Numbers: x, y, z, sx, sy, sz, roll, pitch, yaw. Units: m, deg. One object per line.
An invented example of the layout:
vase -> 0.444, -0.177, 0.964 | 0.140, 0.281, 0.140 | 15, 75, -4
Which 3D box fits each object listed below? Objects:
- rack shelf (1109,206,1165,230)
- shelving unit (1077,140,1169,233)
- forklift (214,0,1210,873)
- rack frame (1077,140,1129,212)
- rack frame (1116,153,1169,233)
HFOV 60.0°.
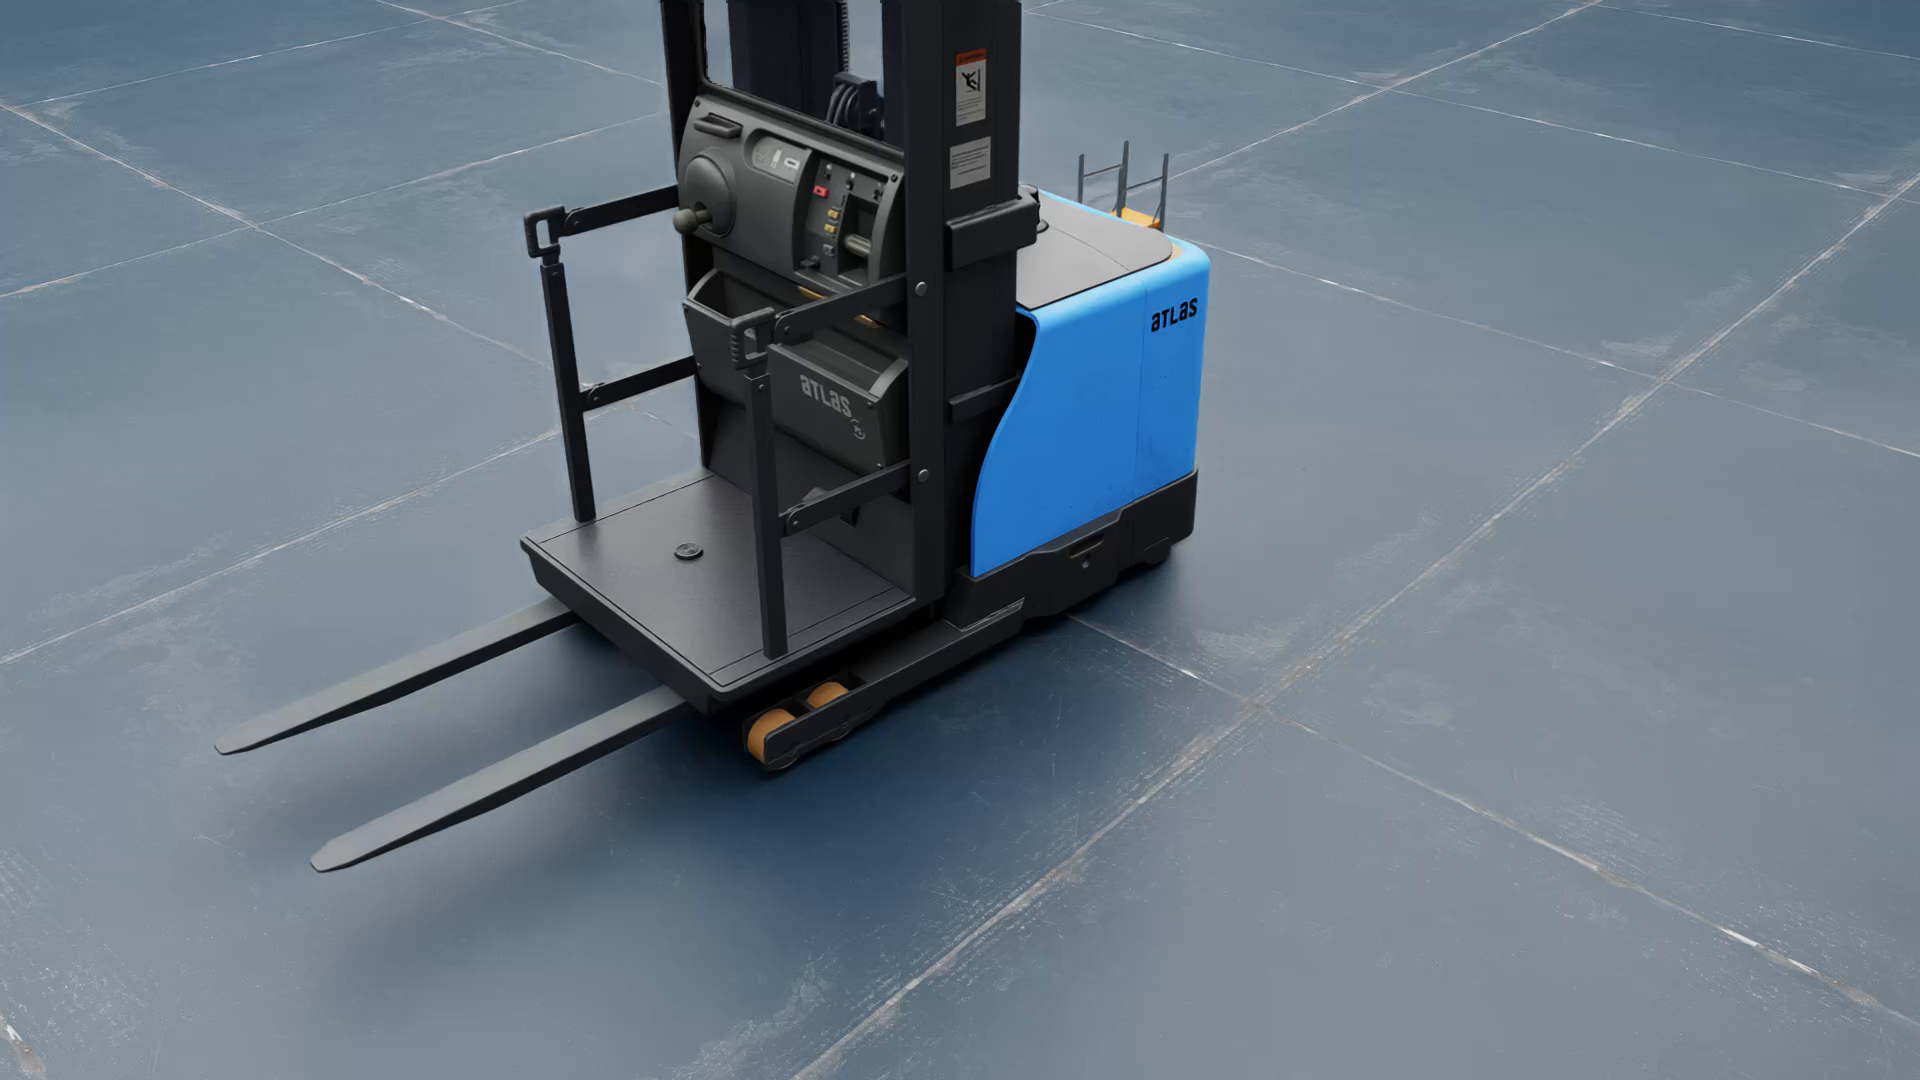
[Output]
rack shelf -> 0.549, -1.051, 5.719 | 0.258, 0.103, 0.180 | -25, 39, -35
shelving unit -> 0.548, -0.780, 5.881 | 0.258, 1.200, 0.189 | -25, 39, -35
forklift -> -0.636, -0.916, 4.430 | 3.031, 2.935, 1.130 | -25, 39, -35
rack frame -> 0.486, -0.815, 5.939 | 0.240, 1.200, 0.006 | -25, 39, -35
rack frame -> 0.609, -0.745, 5.823 | 0.240, 1.200, 0.006 | -25, 39, -35
